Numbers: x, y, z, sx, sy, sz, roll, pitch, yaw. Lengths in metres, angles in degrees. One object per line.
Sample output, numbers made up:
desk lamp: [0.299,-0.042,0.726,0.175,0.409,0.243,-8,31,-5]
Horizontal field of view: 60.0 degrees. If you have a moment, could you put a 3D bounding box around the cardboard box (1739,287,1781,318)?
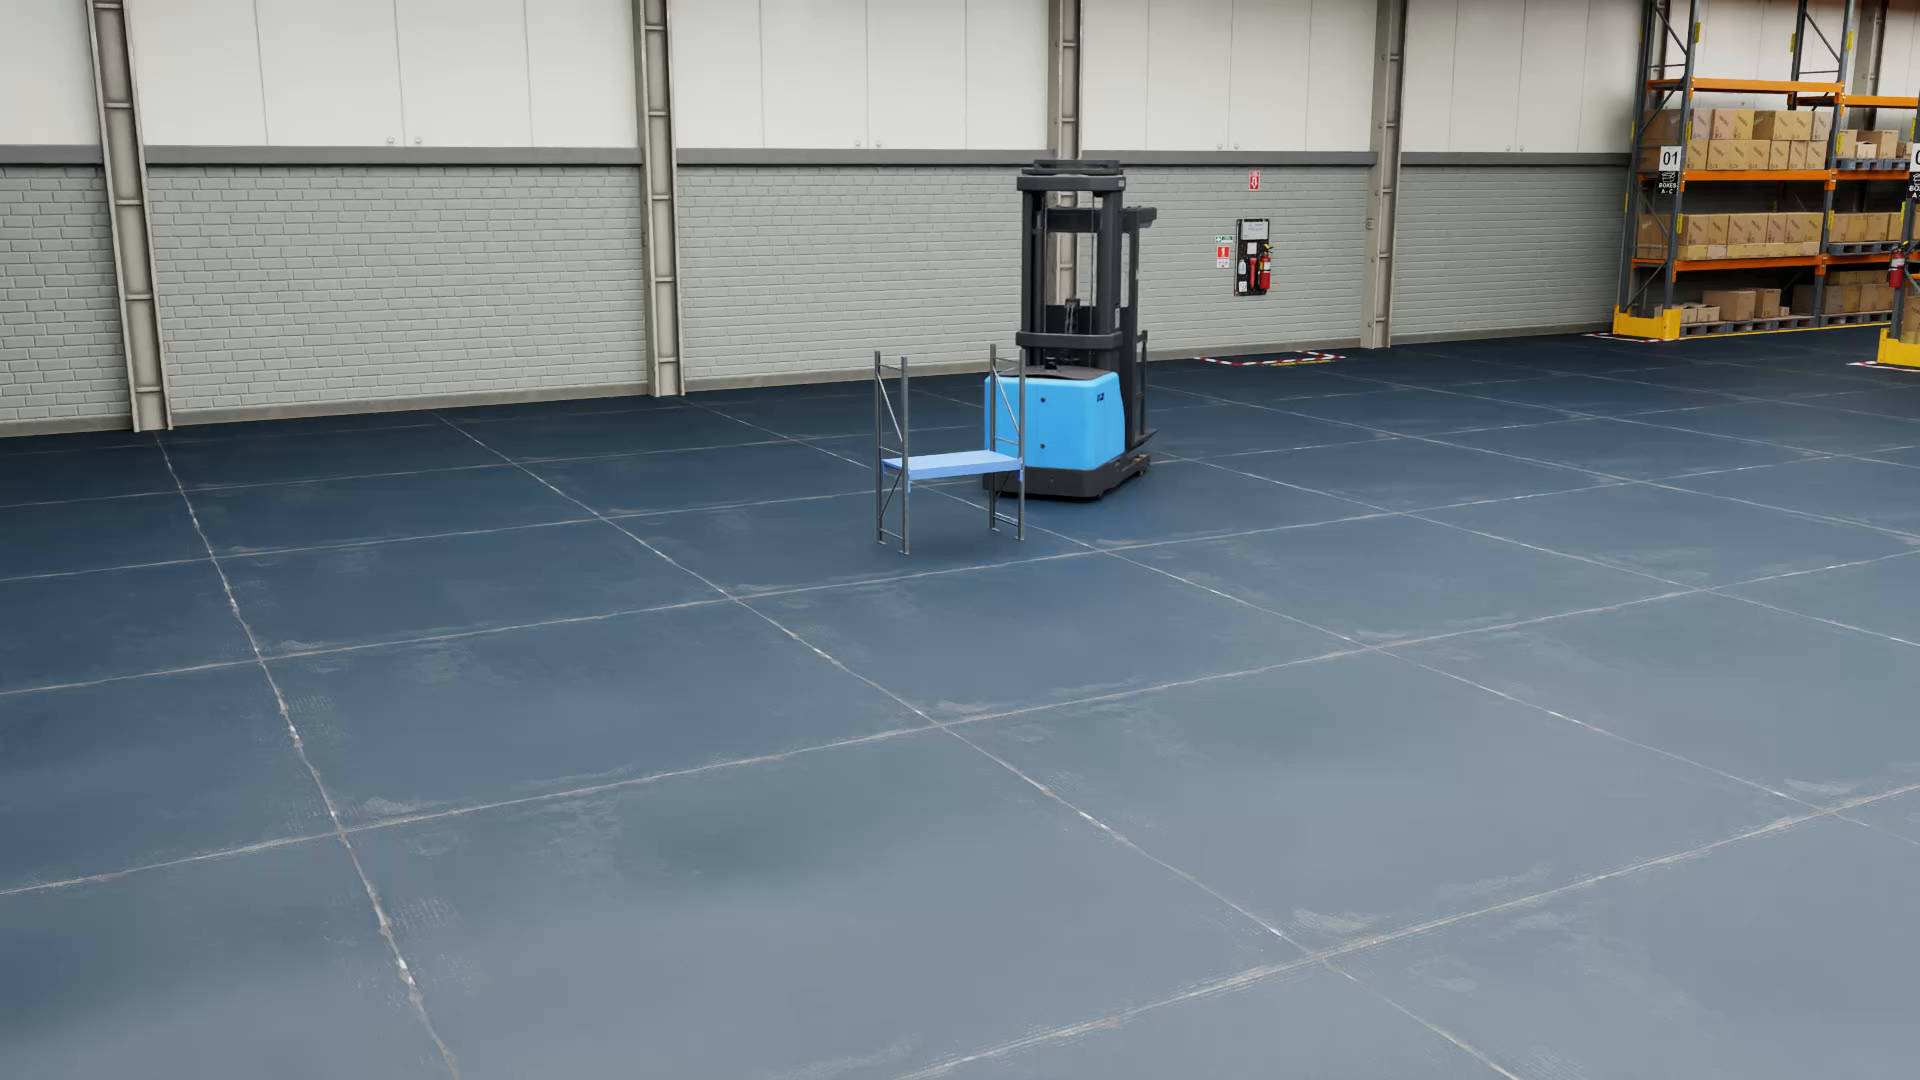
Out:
cardboard box: [14.433,-4.293,30.045,0.500,0.500,0.500,-8,15,-32]

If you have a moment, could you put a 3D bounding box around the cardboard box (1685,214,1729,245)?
cardboard box: [12.815,-5.339,28.588,0.500,0.500,0.500,-7,14,-28]

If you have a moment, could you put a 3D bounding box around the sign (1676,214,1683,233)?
sign: [12.074,-5.312,27.909,0.005,0.325,0.100,-7,14,-28]

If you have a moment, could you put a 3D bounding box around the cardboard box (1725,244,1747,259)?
cardboard box: [13.293,-5.031,28.927,0.500,0.250,0.500,-7,15,-29]

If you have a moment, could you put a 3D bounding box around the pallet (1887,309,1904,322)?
pallet: [18.149,-4.393,32.150,1.213,0.211,1.003,-7,14,-28]

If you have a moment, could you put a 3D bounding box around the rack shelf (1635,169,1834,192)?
rack shelf: [13.569,-6.317,29.153,4.000,0.370,1.077,-7,14,-28]

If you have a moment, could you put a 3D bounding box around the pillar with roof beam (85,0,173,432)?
pillar with roof beam: [-6.990,-4.807,13.972,0.400,9.000,9.100,-7,14,-28]

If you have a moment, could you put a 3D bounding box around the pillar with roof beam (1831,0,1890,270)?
pillar with roof beam: [19.342,-7.963,27.996,0.400,9.000,9.100,-7,14,-28]

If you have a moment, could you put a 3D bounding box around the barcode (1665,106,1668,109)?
barcode: [12.197,-7.458,28.712,0.075,0.075,0.001,-7,14,-28]

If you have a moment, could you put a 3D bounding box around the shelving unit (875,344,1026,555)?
shelving unit: [-0.075,-0.723,12.905,1.048,1.500,0.538,-7,14,-28]

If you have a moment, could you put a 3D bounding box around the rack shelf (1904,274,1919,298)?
rack shelf: [15.946,-3.899,25.242,4.000,0.370,1.077,-7,14,-28]

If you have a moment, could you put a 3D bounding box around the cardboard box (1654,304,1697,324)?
cardboard box: [12.464,-3.952,28.961,0.500,0.311,0.500,-9,15,-34]

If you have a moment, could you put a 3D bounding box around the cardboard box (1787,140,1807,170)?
cardboard box: [14.550,-6.785,29.322,0.500,0.500,0.500,-8,15,-33]

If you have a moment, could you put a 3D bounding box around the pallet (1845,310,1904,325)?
pallet: [17.079,-4.266,31.584,1.213,0.211,1.003,-7,14,-28]

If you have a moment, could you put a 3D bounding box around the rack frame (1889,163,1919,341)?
rack frame: [14.190,-4.040,24.228,0.127,3.000,1.000,-7,14,-28]

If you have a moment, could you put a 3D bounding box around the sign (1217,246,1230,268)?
sign: [4.025,-4.330,25.435,0.234,0.329,0.001,-7,14,-28]

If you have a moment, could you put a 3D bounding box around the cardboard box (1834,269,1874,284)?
cardboard box: [16.802,-4.959,31.295,0.500,0.250,0.500,-7,15,-29]

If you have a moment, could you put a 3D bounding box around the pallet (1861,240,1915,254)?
pallet: [17.117,-5.526,31.268,1.213,0.211,1.003,-7,14,-28]

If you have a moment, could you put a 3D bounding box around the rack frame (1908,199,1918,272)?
rack frame: [18.835,-5.836,32.208,0.127,3.000,1.000,-7,14,-28]

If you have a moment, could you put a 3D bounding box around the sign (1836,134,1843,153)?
sign: [15.591,-7.027,29.491,0.005,0.325,0.100,-7,14,-28]

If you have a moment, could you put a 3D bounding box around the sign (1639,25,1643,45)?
sign: [11.565,-8.563,28.174,0.005,0.325,0.100,-7,14,-28]

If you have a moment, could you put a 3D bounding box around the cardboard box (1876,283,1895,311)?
cardboard box: [17.298,-4.655,31.655,0.500,0.500,0.700,-7,14,-28]

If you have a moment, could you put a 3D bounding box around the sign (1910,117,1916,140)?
sign: [13.942,-6.003,24.281,0.005,0.325,0.100,-7,14,-28]

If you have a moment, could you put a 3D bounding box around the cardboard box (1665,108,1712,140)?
cardboard box: [12.268,-6.998,27.988,0.500,0.500,0.500,-8,15,-32]

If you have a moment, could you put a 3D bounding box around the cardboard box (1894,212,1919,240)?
cardboard box: [17.950,-5.984,31.636,0.500,0.500,0.700,-8,15,-33]

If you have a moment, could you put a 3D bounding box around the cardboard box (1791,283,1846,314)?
cardboard box: [15.962,-4.491,30.922,0.500,0.500,0.700,-6,14,-26]

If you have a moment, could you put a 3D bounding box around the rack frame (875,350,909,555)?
rack frame: [-0.521,-0.669,12.667,0.032,1.500,0.500,-7,14,-28]

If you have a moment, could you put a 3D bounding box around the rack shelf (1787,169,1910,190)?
rack shelf: [17.080,-6.738,31.023,4.000,0.370,1.077,-7,14,-28]

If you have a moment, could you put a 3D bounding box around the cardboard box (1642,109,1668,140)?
cardboard box: [12.067,-7.100,28.441,0.500,0.500,0.500,-6,14,-25]

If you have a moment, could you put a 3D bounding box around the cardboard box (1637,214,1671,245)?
cardboard box: [12.125,-5.387,28.802,0.500,0.500,0.500,-7,14,-28]

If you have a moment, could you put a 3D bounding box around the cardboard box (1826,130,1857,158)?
cardboard box: [15.843,-7.174,30.139,0.500,0.500,0.500,-5,13,-20]

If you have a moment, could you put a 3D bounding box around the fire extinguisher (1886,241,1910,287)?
fire extinguisher: [13.864,-4.079,24.579,0.183,0.674,0.296,-7,14,-28]

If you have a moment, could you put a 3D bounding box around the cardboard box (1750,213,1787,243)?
cardboard box: [14.175,-5.503,29.320,0.500,0.500,0.500,-7,15,-29]

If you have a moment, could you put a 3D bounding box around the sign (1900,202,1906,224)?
sign: [13.942,-4.826,24.546,0.005,0.325,0.100,-7,14,-28]

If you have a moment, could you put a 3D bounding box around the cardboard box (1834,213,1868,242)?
cardboard box: [16.281,-5.783,30.742,0.500,0.500,0.700,-5,14,-22]

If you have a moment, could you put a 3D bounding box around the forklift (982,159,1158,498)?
forklift: [1.195,-2.075,15.654,1.130,2.935,3.031,5,14,20]

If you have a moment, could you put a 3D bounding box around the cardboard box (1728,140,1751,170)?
cardboard box: [13.169,-6.608,28.534,0.500,0.500,0.500,-6,14,-25]

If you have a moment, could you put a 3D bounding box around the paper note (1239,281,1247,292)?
paper note: [4.371,-3.915,25.682,0.142,0.148,0.016,-7,14,-28]

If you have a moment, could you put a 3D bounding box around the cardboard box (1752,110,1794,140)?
cardboard box: [14.085,-7.203,28.901,0.500,0.500,0.500,-7,15,-30]

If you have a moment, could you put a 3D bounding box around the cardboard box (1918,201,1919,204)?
cardboard box: [19.109,-6.503,32.514,0.500,0.250,0.500,-6,14,-26]

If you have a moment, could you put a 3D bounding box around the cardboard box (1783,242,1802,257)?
cardboard box: [14.613,-5.192,29.645,0.500,0.250,0.500,-7,14,-28]
